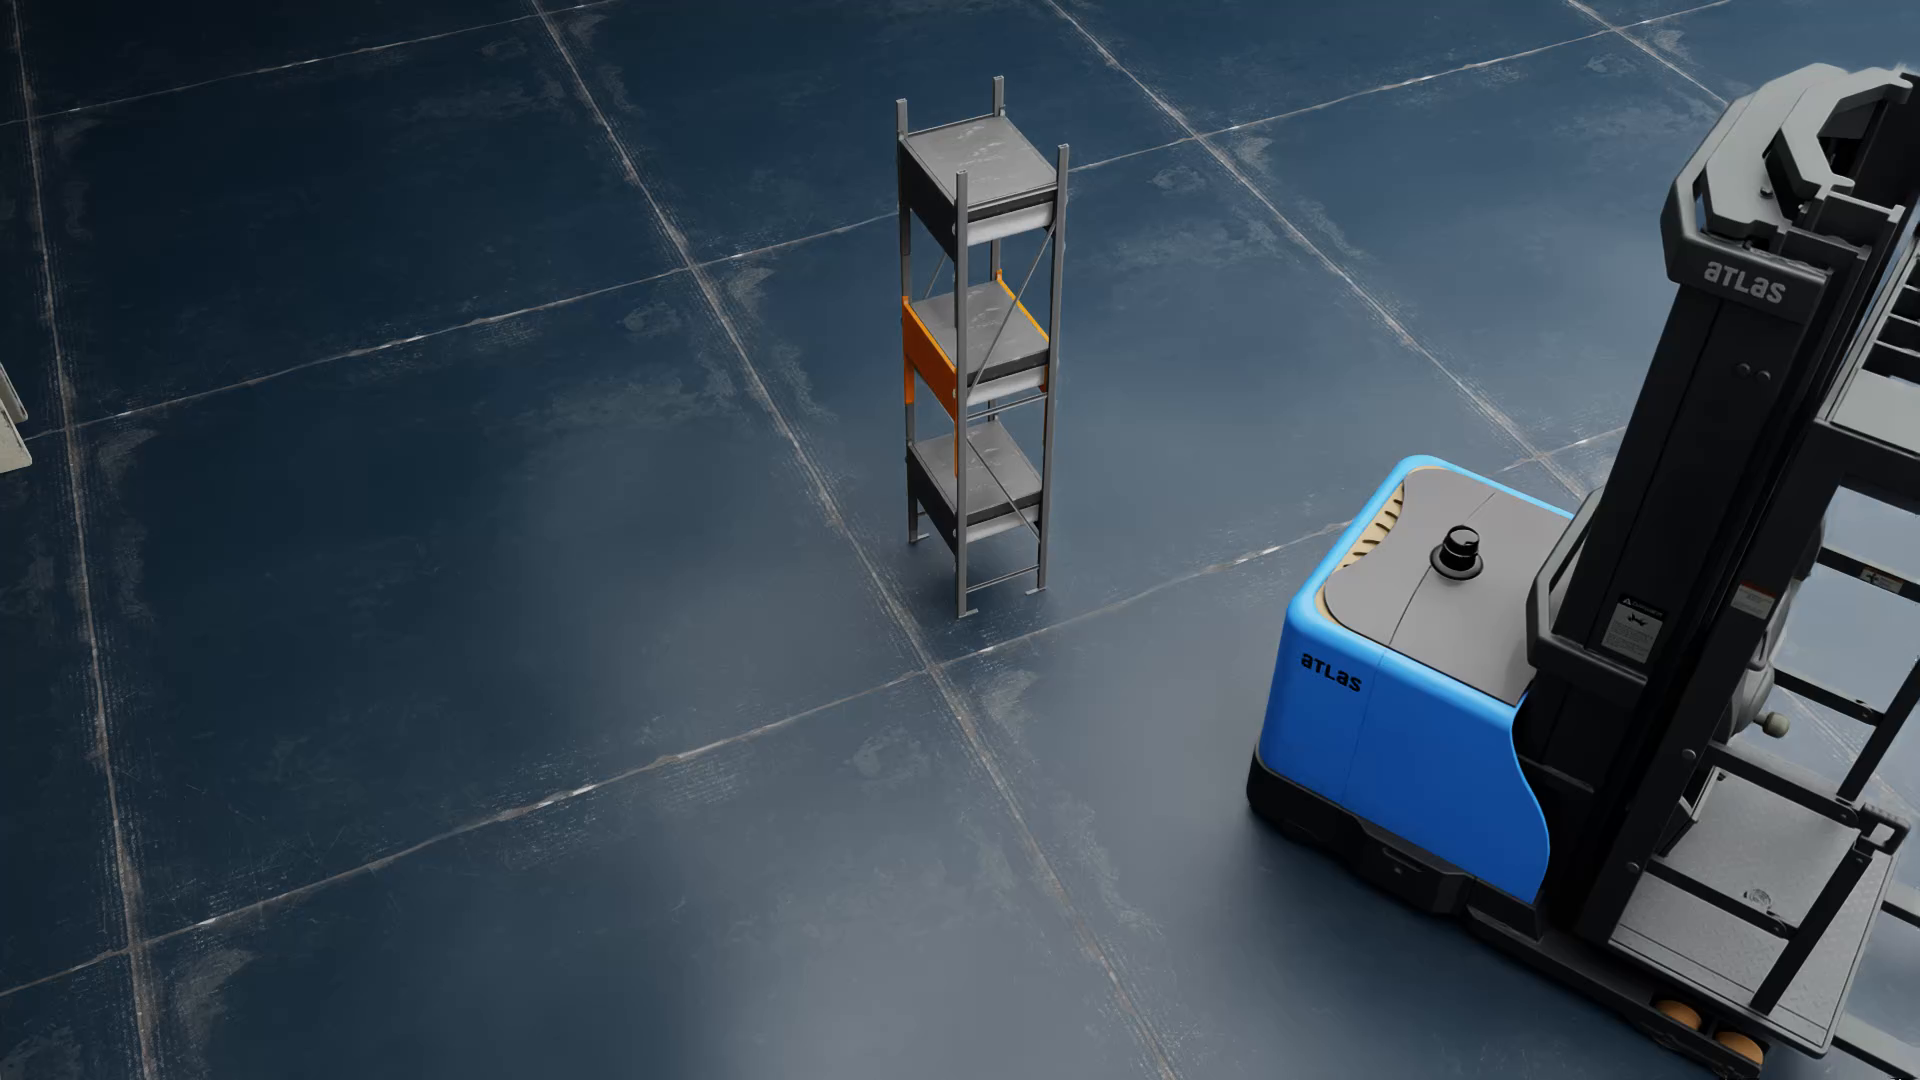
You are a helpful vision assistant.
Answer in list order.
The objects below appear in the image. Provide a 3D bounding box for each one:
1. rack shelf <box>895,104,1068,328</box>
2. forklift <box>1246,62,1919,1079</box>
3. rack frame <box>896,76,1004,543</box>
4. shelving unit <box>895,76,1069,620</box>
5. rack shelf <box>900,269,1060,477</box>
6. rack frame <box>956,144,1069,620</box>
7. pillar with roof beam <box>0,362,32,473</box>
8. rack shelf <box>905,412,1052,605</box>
[{"bbox_3d":[0.070,-1.130,5.792,0.431,0.518,0.480,-18,47,-17],"label":"rack shelf"},{"bbox_3d":[2.543,0.269,4.760,3.031,2.935,1.130,26,50,24],"label":"forklift"},{"bbox_3d":[-0.033,-0.797,6.432,0.400,2.100,0.015,-18,47,-17],"label":"rack frame"},{"bbox_3d":[0.070,-0.642,6.274,0.431,2.100,0.503,-18,47,-17],"label":"shelving unit"},{"bbox_3d":[0.070,-0.632,6.284,0.431,0.518,0.480,-18,47,-17],"label":"rack shelf"},{"bbox_3d":[0.172,-0.486,6.117,0.400,2.100,0.015,-18,47,-17],"label":"rack frame"},{"bbox_3d":[-0.481,-4.893,5.671,9.100,9.000,0.400,-18,47,-17],"label":"pillar with roof beam"},{"bbox_3d":[0.070,-0.134,6.776,0.431,0.518,0.480,-18,47,-17],"label":"rack shelf"}]
